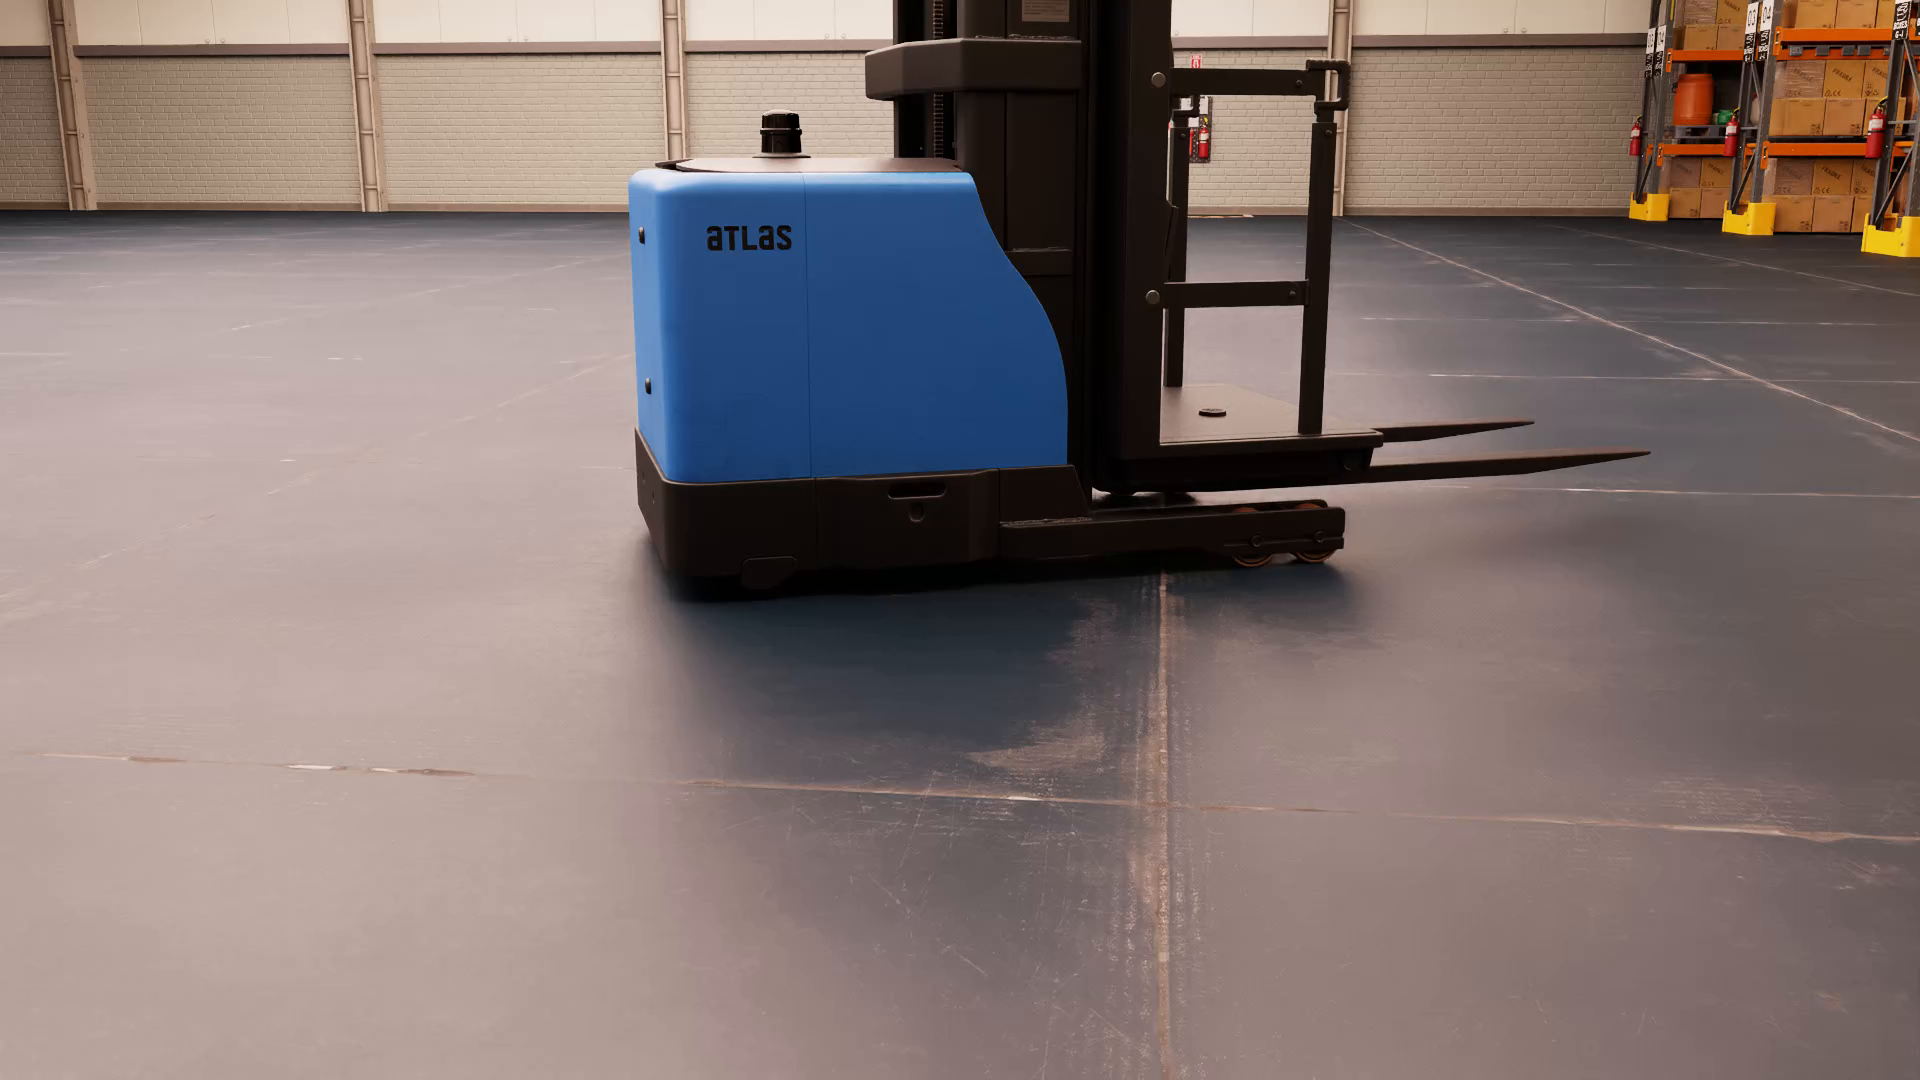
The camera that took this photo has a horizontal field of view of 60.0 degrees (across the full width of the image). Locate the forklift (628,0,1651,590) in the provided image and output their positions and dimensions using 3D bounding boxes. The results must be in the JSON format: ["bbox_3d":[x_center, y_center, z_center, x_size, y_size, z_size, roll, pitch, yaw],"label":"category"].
[{"bbox_3d":[0.587,-1.464,4.770,3.031,2.935,1.130,-4,14,-15],"label":"forklift"}]
